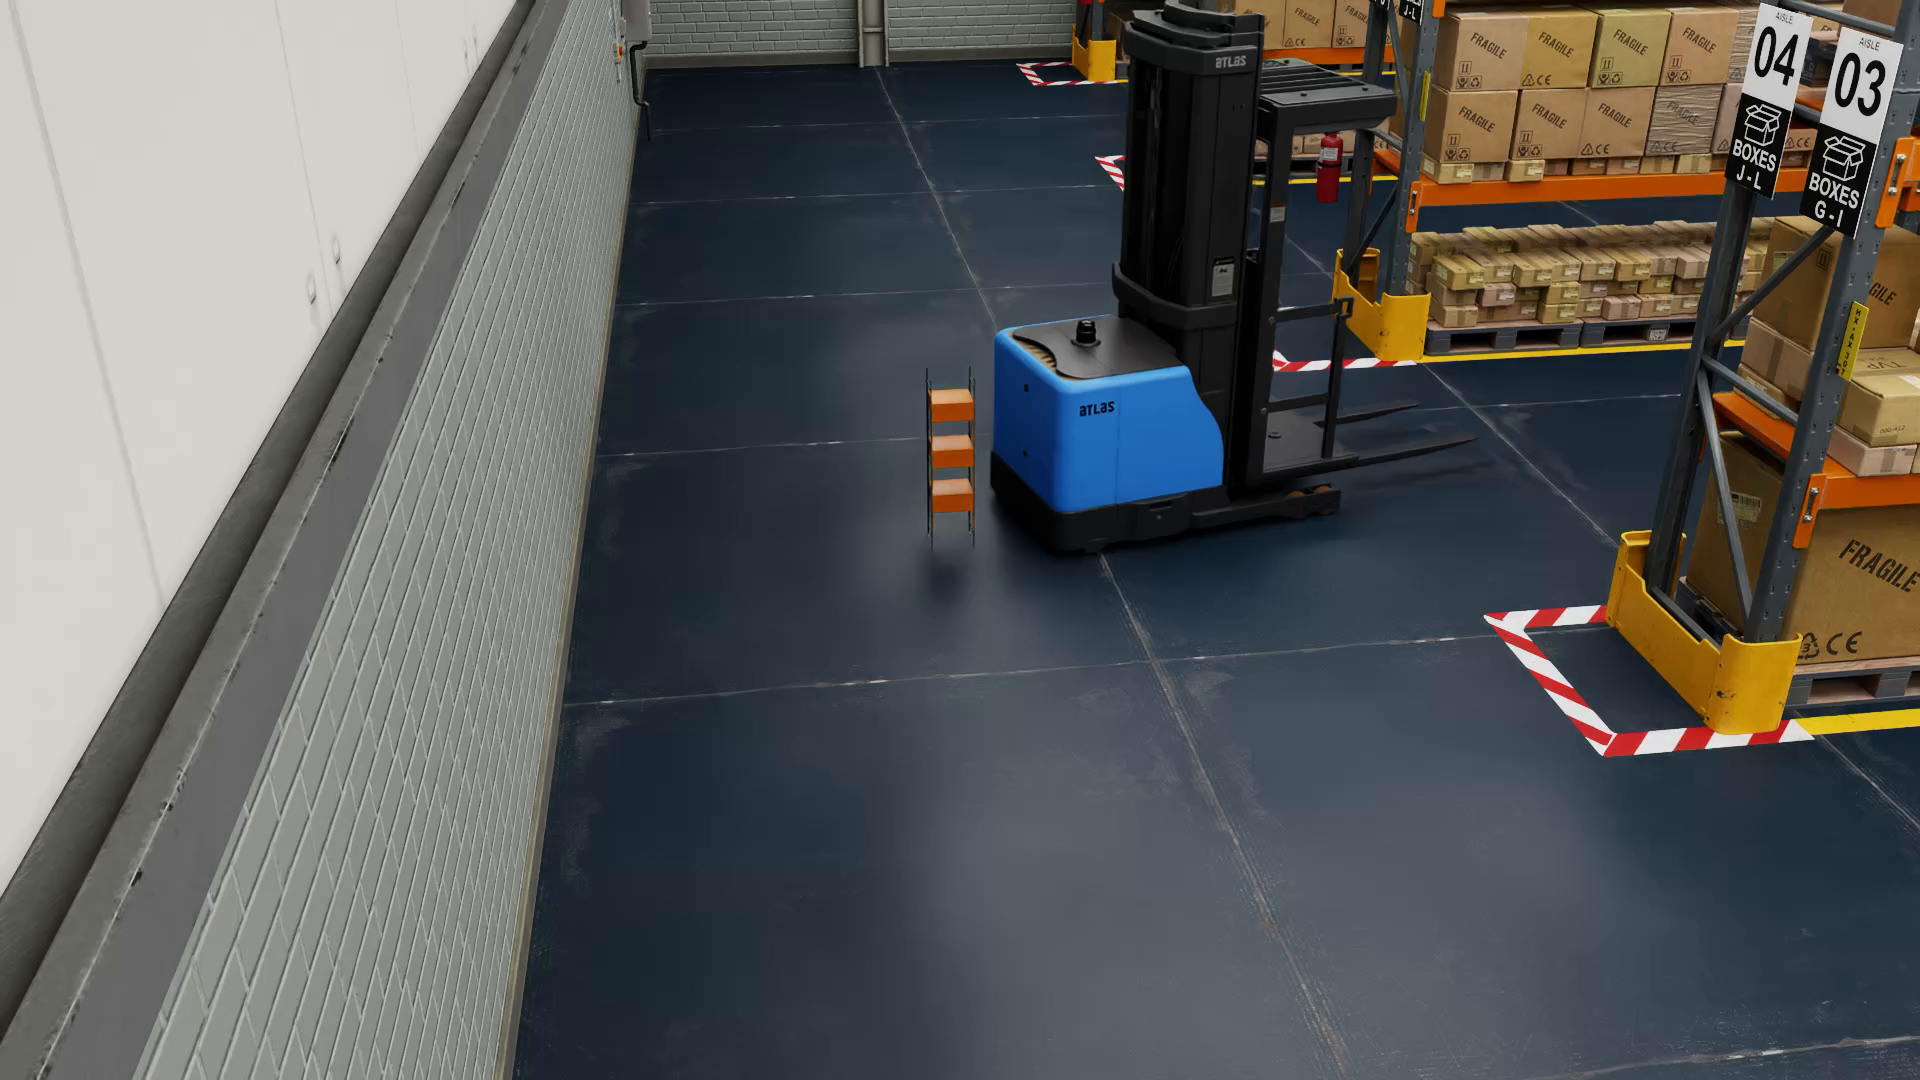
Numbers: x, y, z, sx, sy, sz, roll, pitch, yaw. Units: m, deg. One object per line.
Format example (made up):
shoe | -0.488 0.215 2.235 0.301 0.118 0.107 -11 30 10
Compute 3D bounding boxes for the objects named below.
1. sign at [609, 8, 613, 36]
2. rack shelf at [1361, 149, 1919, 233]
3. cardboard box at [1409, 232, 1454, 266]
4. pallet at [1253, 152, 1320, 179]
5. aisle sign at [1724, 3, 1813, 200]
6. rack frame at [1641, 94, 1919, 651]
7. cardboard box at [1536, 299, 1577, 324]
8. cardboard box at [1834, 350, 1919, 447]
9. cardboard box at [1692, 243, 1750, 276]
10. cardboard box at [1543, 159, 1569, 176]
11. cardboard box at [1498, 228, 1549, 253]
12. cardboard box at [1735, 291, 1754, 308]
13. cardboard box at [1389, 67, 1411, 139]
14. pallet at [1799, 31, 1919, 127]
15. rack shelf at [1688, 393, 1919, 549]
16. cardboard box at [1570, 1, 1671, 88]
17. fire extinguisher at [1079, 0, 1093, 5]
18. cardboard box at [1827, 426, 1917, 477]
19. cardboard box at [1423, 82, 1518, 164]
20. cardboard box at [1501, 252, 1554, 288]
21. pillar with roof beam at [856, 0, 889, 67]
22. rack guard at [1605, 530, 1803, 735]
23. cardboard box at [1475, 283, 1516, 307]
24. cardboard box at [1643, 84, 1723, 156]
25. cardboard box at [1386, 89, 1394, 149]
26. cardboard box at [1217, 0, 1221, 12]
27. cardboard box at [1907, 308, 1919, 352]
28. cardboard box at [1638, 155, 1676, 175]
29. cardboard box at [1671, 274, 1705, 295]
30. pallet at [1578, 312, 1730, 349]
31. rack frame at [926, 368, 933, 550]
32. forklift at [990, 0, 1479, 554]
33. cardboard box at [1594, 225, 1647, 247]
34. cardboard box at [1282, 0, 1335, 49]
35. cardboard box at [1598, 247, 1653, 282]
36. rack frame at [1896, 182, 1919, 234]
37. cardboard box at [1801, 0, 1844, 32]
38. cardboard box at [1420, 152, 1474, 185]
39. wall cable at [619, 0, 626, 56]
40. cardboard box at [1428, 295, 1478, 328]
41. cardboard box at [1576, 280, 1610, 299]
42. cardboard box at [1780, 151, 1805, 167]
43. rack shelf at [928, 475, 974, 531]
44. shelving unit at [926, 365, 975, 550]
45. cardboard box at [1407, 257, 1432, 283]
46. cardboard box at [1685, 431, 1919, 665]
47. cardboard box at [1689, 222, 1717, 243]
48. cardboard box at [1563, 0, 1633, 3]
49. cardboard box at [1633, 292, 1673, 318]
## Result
sign | -3.292 -4.881 15.680 0.001 0.218 0.327 -4 27 -7
rack shelf | 5.112 -2.731 12.575 4.000 0.370 1.077 -4 27 -7
cardboard box | 3.621 -2.255 12.871 0.250 0.149 0.380 -3 27 -7
pallet | 3.123 -4.001 17.316 1.213 0.211 1.003 -4 27 -7
aisle sign | 3.610 -1.963 7.442 0.004 0.787 0.394 -4 27 -7
rack frame | 3.723 -0.675 7.781 0.127 3.000 1.000 -4 27 -7
cardboard box | 4.456 -1.770 12.577 0.250 0.149 0.380 -3 27 -6
cardboard box | 4.236 -0.649 7.568 0.500 0.250 0.500 -4 27 -8
cardboard box | 5.761 -2.128 12.622 0.250 0.149 0.380 -5 28 -10
cardboard box | 4.256 -2.791 12.179 0.250 0.149 0.380 -2 27 -5
cardboard box | 4.382 -2.307 12.972 0.250 0.149 0.380 -5 28 -9
cardboard box | 5.953 -1.931 12.891 0.250 0.149 0.380 -4 27 -8
cardboard box | 3.541 -3.246 12.355 0.500 0.500 0.500 -3 27 -6
pallet | 4.456 -2.022 7.217 1.213 0.211 1.003 -4 27 -7
rack shelf | 5.703 -0.483 8.193 4.000 0.370 1.077 -4 27 -7
cardboard box | 4.630 -3.512 11.779 0.500 0.500 0.500 -4 27 -8
fire extinguisher | 1.566 -6.980 20.562 0.183 0.674 0.296 -4 27 -7
cardboard box | 4.120 -0.437 7.591 0.250 0.149 0.380 -3 27 -7
cardboard box | 3.615 -3.005 11.884 0.500 0.500 0.500 -2 27 -5
cardboard box | 4.222 -2.017 12.406 0.250 0.149 0.380 -4 27 -7
pillar with roof beam | -0.549 -8.358 16.182 0.400 9.000 9.100 -4 27 -7
rack guard | 3.699 0.438 8.348 0.348 0.500 1.175 -4 27 -7
cardboard box | 3.965 -1.884 12.473 0.250 0.149 0.380 -4 27 -7
cardboard box | 5.132 -3.111 12.091 0.500 0.500 0.500 -4 27 -8
cardboard box | 4.780 -4.408 17.402 0.875 0.438 0.875 -4 27 -9
cardboard box | 2.783 -5.350 16.782 0.500 0.500 0.500 -4 27 -7
cardboard box | 4.668 -0.924 8.103 0.500 0.250 0.500 -4 27 -8
cardboard box | 5.036 -2.807 12.210 0.250 0.149 0.380 -3 27 -5
cardboard box | 5.516 -2.013 12.725 0.250 0.149 0.380 -5 28 -10
pallet | 5.222 -1.800 13.027 1.213 0.211 1.003 -4 27 -7
rack frame | -0.174 -0.456 9.489 0.008 1.050 0.200 -4 27 -7
forklift | 1.757 -1.641 9.737 3.031 2.935 1.130 -10 29 -19
cardboard box | 5.172 -2.345 13.047 0.250 0.149 0.380 -4 27 -7
cardboard box | 3.354 -5.145 16.383 0.500 0.500 0.500 -4 27 -8
cardboard box | 4.998 -2.080 12.528 0.250 0.149 0.380 -3 27 -6
rack frame | 7.093 -3.178 12.659 0.127 3.000 1.000 -4 27 -7
cardboard box | 6.154 -3.613 11.974 0.500 0.500 0.500 -5 28 -9
cardboard box | 3.498 -2.685 11.972 0.250 0.149 0.380 -4 27 -8
wall cable | -3.447 -5.879 16.808 0.122 1.984 0.588 -4 27 -7
cardboard box | 3.695 -1.731 12.501 0.250 0.149 0.380 -3 27 -6
cardboard box | 4.714 -1.967 12.634 0.250 0.149 0.380 -5 28 -10
cardboard box | 6.065 -2.902 12.395 0.250 0.149 0.380 -4 27 -9
rack shelf | -0.053 -0.207 9.635 0.240 0.259 0.215 -4 27 -7
shelving unit | -0.053 -0.464 9.504 0.252 1.050 0.215 -4 27 -7
cardboard box | 3.615 -2.137 12.967 0.250 0.149 0.380 -4 27 -8
cardboard box | 4.345 0.006 8.320 0.875 0.875 0.875 -4 27 -7
cardboard box | 5.943 -2.377 13.109 0.250 0.149 0.380 -4 27 -8
cardboard box | 4.566 -3.757 12.255 0.500 0.500 0.500 -2 27 -5
cardboard box | 5.225 -1.836 12.704 0.250 0.149 0.380 -4 27 -7
